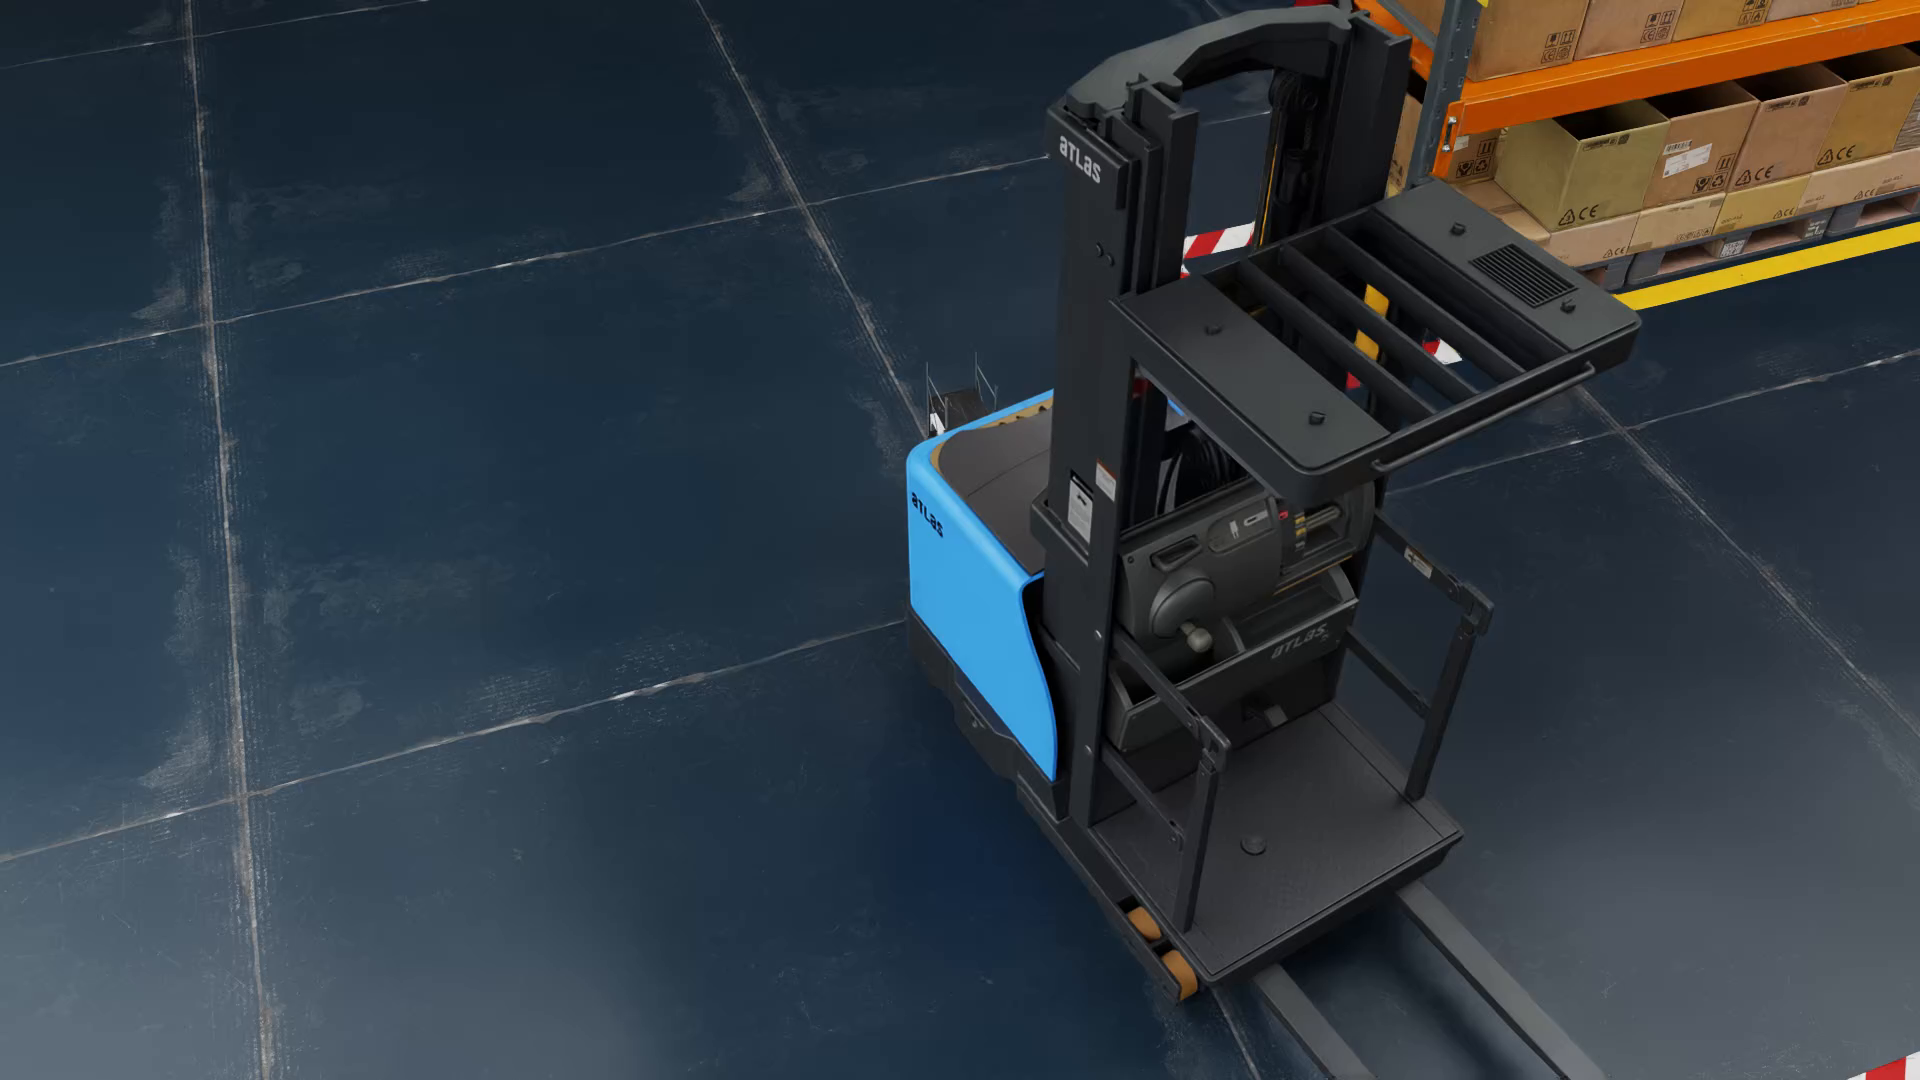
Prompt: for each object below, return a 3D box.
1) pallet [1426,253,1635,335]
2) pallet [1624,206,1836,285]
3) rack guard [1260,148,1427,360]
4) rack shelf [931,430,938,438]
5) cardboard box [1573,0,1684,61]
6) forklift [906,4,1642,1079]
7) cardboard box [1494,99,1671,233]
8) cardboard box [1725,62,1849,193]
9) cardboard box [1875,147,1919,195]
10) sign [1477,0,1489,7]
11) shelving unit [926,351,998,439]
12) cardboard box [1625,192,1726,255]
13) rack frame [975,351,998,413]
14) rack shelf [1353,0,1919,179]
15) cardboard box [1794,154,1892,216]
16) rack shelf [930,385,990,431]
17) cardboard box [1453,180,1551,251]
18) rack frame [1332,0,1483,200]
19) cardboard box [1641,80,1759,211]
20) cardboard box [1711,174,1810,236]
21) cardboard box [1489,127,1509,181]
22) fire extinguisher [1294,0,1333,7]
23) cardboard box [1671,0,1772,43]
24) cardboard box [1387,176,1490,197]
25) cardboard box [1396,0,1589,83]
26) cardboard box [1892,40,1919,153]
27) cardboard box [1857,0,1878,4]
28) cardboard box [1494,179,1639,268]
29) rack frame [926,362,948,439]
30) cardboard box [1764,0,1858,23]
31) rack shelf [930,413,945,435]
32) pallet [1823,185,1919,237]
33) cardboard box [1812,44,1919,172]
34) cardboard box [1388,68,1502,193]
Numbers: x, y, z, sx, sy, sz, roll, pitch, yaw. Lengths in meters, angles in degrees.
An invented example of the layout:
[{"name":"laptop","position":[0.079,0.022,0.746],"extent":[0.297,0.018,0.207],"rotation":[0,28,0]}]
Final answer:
[{"name":"pallet","position":[2.599,-1.531,8.436],"extent":[1.213,0.211,1.003],"rotation":[-14,47,-14]},{"name":"pallet","position":[3.745,-1.822,8.726],"extent":[1.213,0.211,1.003],"rotation":[-14,47,-14]},{"name":"rack guard","position":[1.872,-1.415,8.117],"extent":[0.348,0.500,1.175],"rotation":[-14,47,-14]},{"name":"rack shelf","position":[0.008,-0.360,6.702],"extent":[0.200,0.077,0.258],"rotation":[-14,47,-14]},{"name":"cardboard box","position":[2.830,-2.572,7.434],"extent":[0.500,0.500,0.700],"rotation":[-13,47,-13]},{"name":"forklift","position":[0.992,0.111,4.880],"extent":[1.130,2.935,3.031],"rotation":[-23,50,-22]},{"name":"cardboard box","position":[2.944,-1.848,7.899],"extent":[0.500,0.500,0.500],"rotation":[-14,47,-14]},{"name":"cardboard box","position":[3.886,-2.086,8.136],"extent":[0.500,0.500,0.500],"rotation":[-14,47,-14]},{"name":"cardboard box","position":[4.821,-2.072,8.652],"extent":[0.500,0.250,0.500],"rotation":[-14,47,-14]},{"name":"sign","position":[2.077,-2.266,6.533],"extent":[0.005,0.325,0.100],"rotation":[-14,47,-14]},{"name":"shelving unit","position":[0.008,-0.320,6.743],"extent":[0.210,0.900,0.258],"rotation":[-14,47,-14]},{"name":"cardboard box","position":[3.414,-1.705,8.285],"extent":[0.500,0.250,0.500],"rotation":[-14,47,-14]},{"name":"rack frame","position":[0.103,-0.344,6.767],"extent":[0.006,0.900,0.240],"rotation":[-14,47,-14]},{"name":"rack shelf","position":[3.775,-2.531,7.972],"extent":[4.000,0.370,1.077],"rotation":[-14,47,-14]},{"name":"cardboard box","position":[4.356,-1.942,8.522],"extent":[0.500,0.250,0.500],"rotation":[-14,47,-14]},{"name":"rack shelf","position":[0.008,-0.487,6.575],"extent":[0.200,0.077,0.258],"rotation":[-14,47,-14]},{"name":"cardboard box","position":[2.474,-1.462,8.043],"extent":[0.500,0.250,0.500],"rotation":[-14,47,-14]},{"name":"rack frame","position":[1.894,-2.304,7.237],"extent":[0.127,3.000,1.000],"rotation":[-14,47,-14]},{"name":"cardboard box","position":[3.410,-1.977,8.027],"extent":[0.500,0.500,0.500],"rotation":[-14,47,-14]},{"name":"cardboard box","position":[3.886,-1.822,8.402],"extent":[0.500,0.250,0.500],"rotation":[-14,47,-14]},{"name":"cardboard box","position":[2.764,-1.935,8.515],"extent":[0.500,0.250,0.500],"rotation":[-14,47,-14]},{"name":"fire extinguisher","position":[1.625,-2.557,7.545],"extent":[0.183,0.674,0.296],"rotation":[-14,47,-14]},{"name":"cardboard box","position":[3.299,-2.688,7.550],"extent":[0.500,0.500,0.700],"rotation":[-14,47,-14]},{"name":"cardboard box","position":[2.298,-1.807,8.387],"extent":[0.500,0.250,0.500],"rotation":[-14,47,-14]},{"name":"cardboard box","position":[2.338,-2.443,7.305],"extent":[0.500,0.500,0.700],"rotation":[-14,47,-14]},{"name":"cardboard box","position":[4.820,-2.338,8.387],"extent":[0.500,0.500,0.500],"rotation":[-14,47,-14]},{"name":"cardboard box","position":[4.274,-2.941,7.802],"extent":[0.500,0.500,0.700],"rotation":[-14,47,-13]},{"name":"cardboard box","position":[2.943,-1.585,8.166],"extent":[0.500,0.250,0.500],"rotation":[-14,47,-14]},{"name":"rack frame","position":[-0.088,-0.295,6.718],"extent":[0.006,0.900,0.240],"rotation":[-14,47,-14]},{"name":"cardboard box","position":[3.793,-2.817,7.678],"extent":[0.500,0.500,0.700],"rotation":[-13,47,-13]},{"name":"rack shelf","position":[0.008,-0.423,6.639],"extent":[0.200,0.077,0.258],"rotation":[-14,47,-14]},{"name":"pallet","position":[4.894,-2.118,9.021],"extent":[1.213,0.211,1.003],"rotation":[-14,47,-14]},{"name":"cardboard box","position":[4.351,-2.215,8.265],"extent":[0.500,0.500,0.500],"rotation":[-14,47,-14]},{"name":"cardboard box","position":[2.298,-2.073,8.123],"extent":[0.500,0.500,0.500],"rotation":[-14,47,-14]}]
